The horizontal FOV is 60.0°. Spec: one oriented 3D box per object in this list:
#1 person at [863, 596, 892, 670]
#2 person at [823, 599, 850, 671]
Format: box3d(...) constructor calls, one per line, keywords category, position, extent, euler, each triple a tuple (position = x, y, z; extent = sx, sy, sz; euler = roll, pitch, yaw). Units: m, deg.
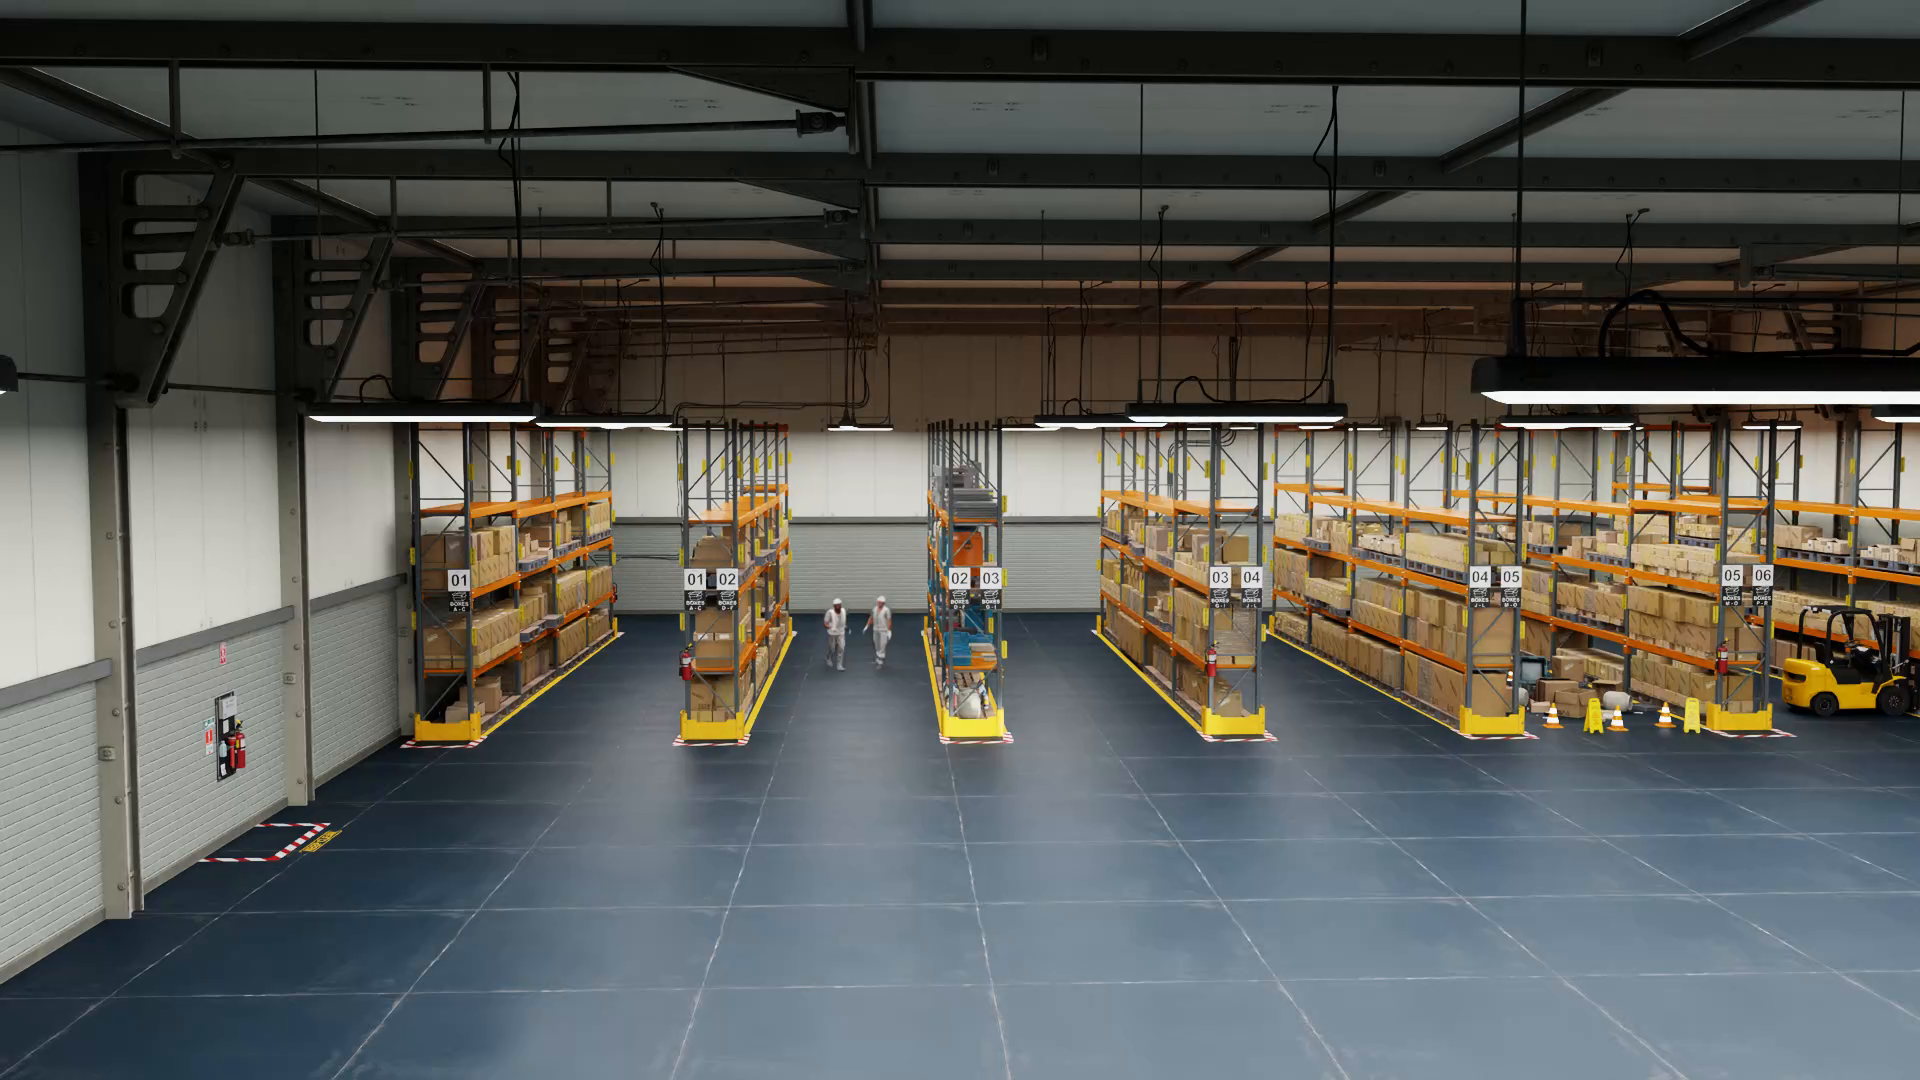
box3d(category="person", position=(-1.997, 2.242, 40.660), extent=(0.749, 1.778, 0.770), euler=(2, 4, 29))
box3d(category="person", position=(-3.029, 2.274, 40.304), extent=(0.689, 1.744, 0.895), euler=(-2, 4, -25))
